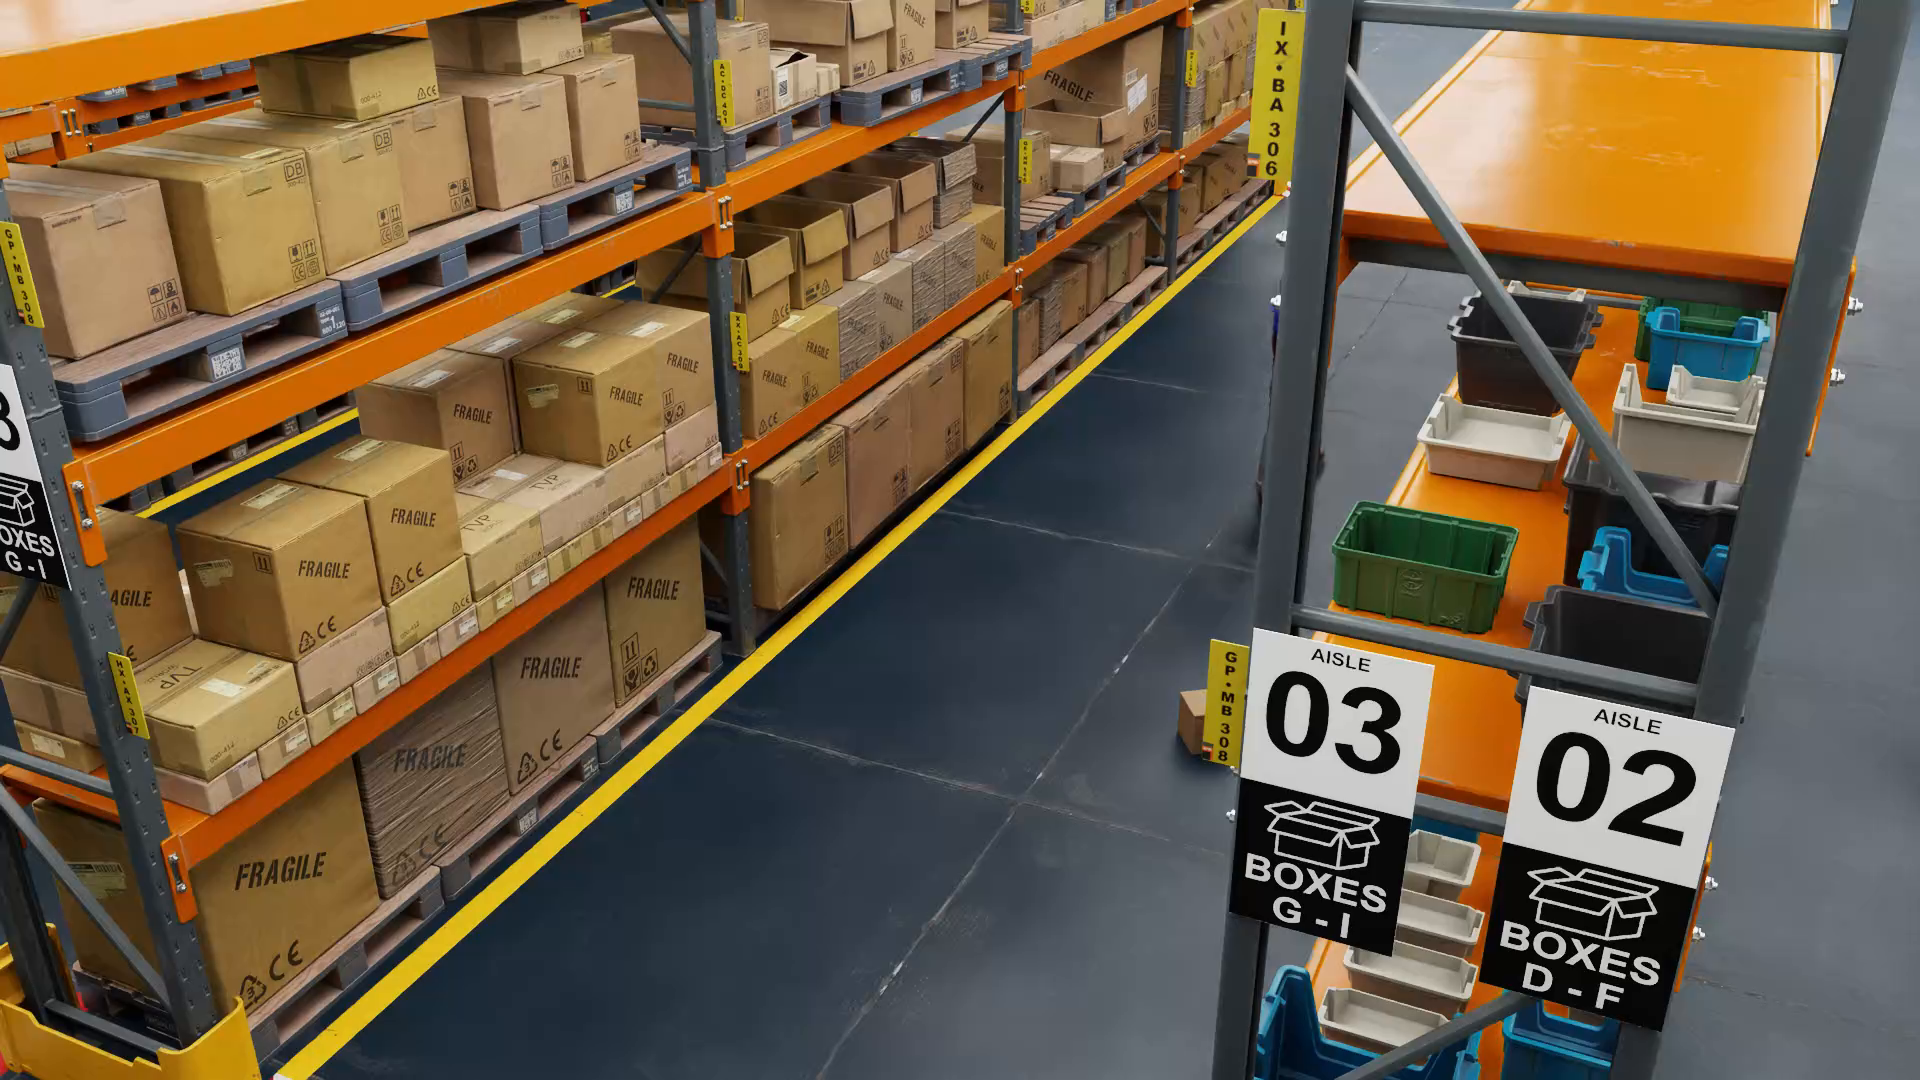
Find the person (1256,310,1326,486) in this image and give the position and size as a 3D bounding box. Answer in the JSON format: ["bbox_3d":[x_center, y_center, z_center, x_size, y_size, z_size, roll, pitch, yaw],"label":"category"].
[{"bbox_3d":[2.411,-1.192,11.829,0.447,1.604,0.989,12,29,23],"label":"person"}]
